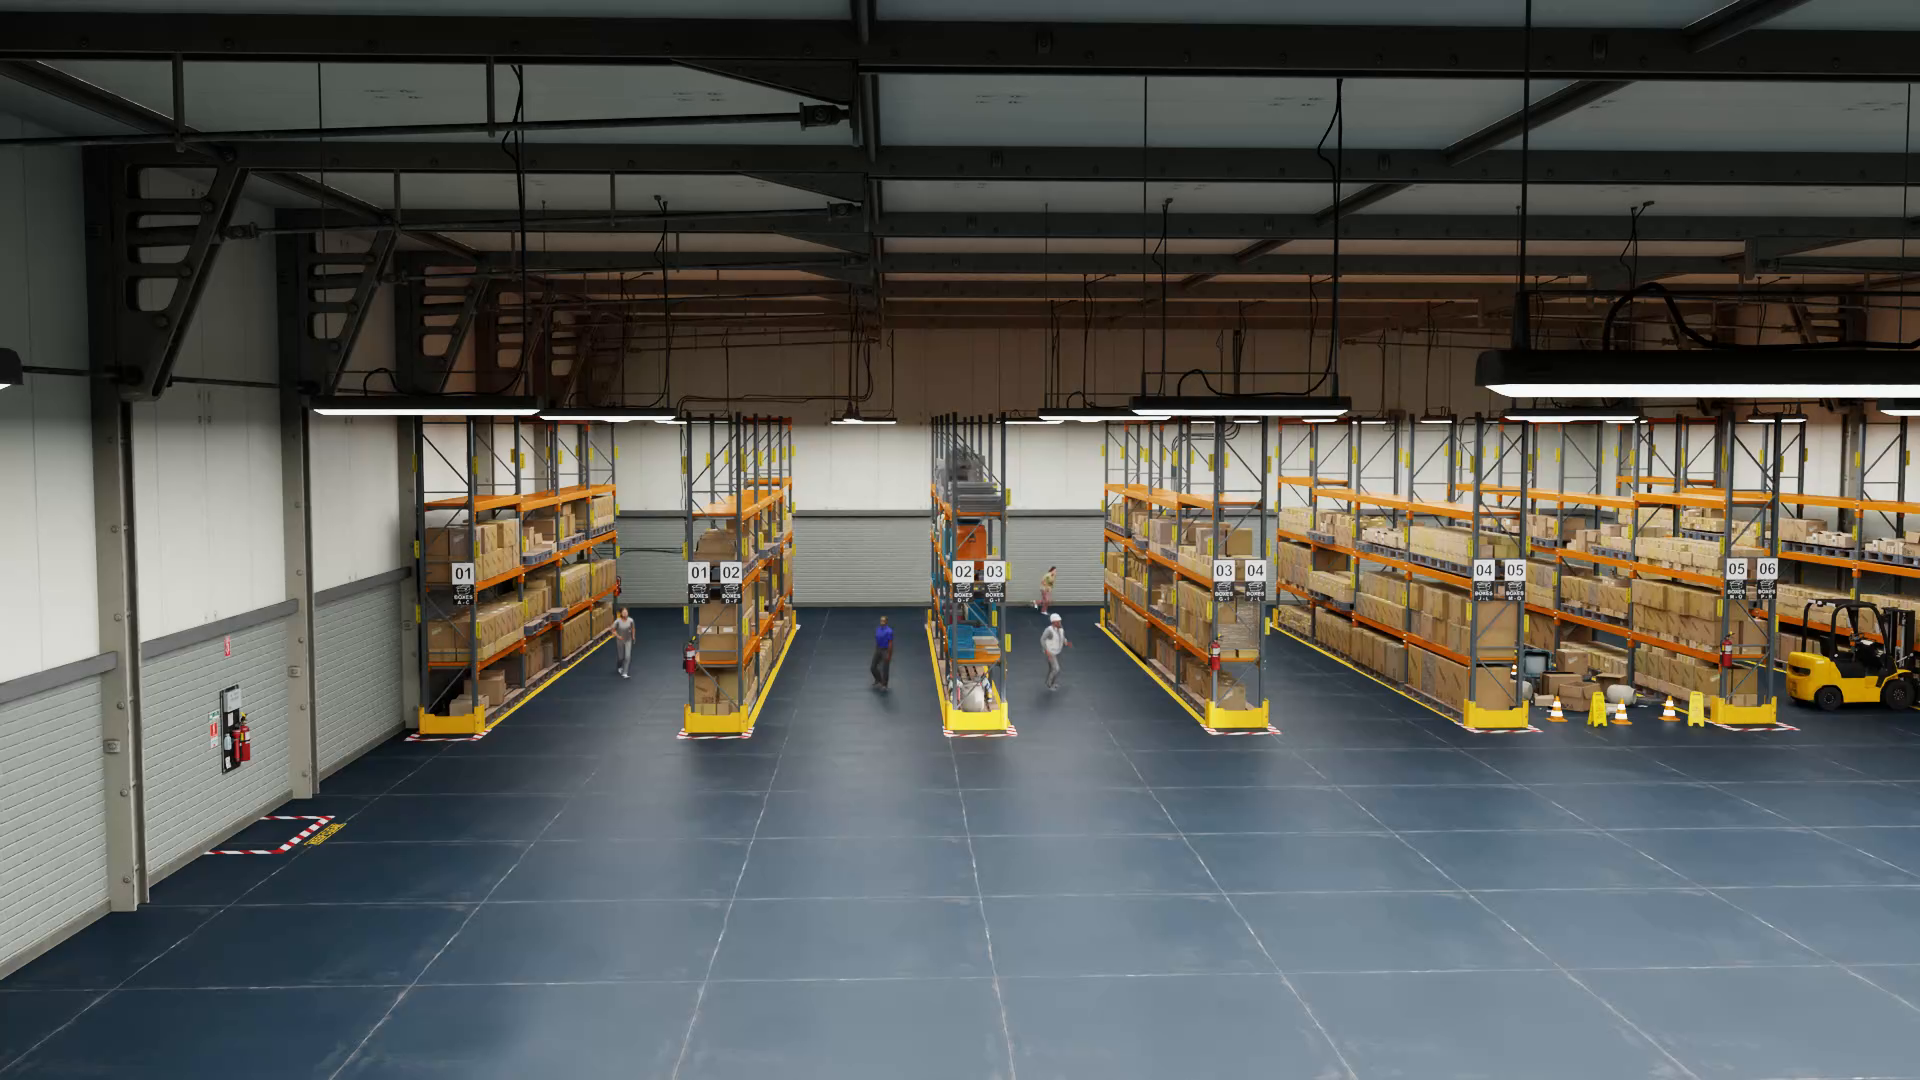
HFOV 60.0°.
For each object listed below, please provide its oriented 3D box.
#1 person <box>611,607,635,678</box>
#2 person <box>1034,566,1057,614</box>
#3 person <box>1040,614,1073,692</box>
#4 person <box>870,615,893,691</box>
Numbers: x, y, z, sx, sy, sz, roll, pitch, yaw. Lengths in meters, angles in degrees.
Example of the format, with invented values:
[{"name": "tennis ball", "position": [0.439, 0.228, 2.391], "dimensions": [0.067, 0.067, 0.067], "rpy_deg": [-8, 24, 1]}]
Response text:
[{"name": "person", "position": [-7.716, 2.334, 38.105], "dimensions": [0.560, 1.618, 0.735], "rpy_deg": [-1, 4, -21]}, {"name": "person", "position": [2.637, 1.532, 50.909], "dimensions": [0.858, 1.493, 0.597], "rpy_deg": [3, 5, 41]}, {"name": "person", "position": [2.058, 2.434, 36.112], "dimensions": [0.804, 1.715, 0.702], "rpy_deg": [3, 5, 35]}, {"name": "person", "position": [-1.700, 2.456, 36.063], "dimensions": [0.614, 1.674, 0.449], "rpy_deg": [2, 4, 27]}]
